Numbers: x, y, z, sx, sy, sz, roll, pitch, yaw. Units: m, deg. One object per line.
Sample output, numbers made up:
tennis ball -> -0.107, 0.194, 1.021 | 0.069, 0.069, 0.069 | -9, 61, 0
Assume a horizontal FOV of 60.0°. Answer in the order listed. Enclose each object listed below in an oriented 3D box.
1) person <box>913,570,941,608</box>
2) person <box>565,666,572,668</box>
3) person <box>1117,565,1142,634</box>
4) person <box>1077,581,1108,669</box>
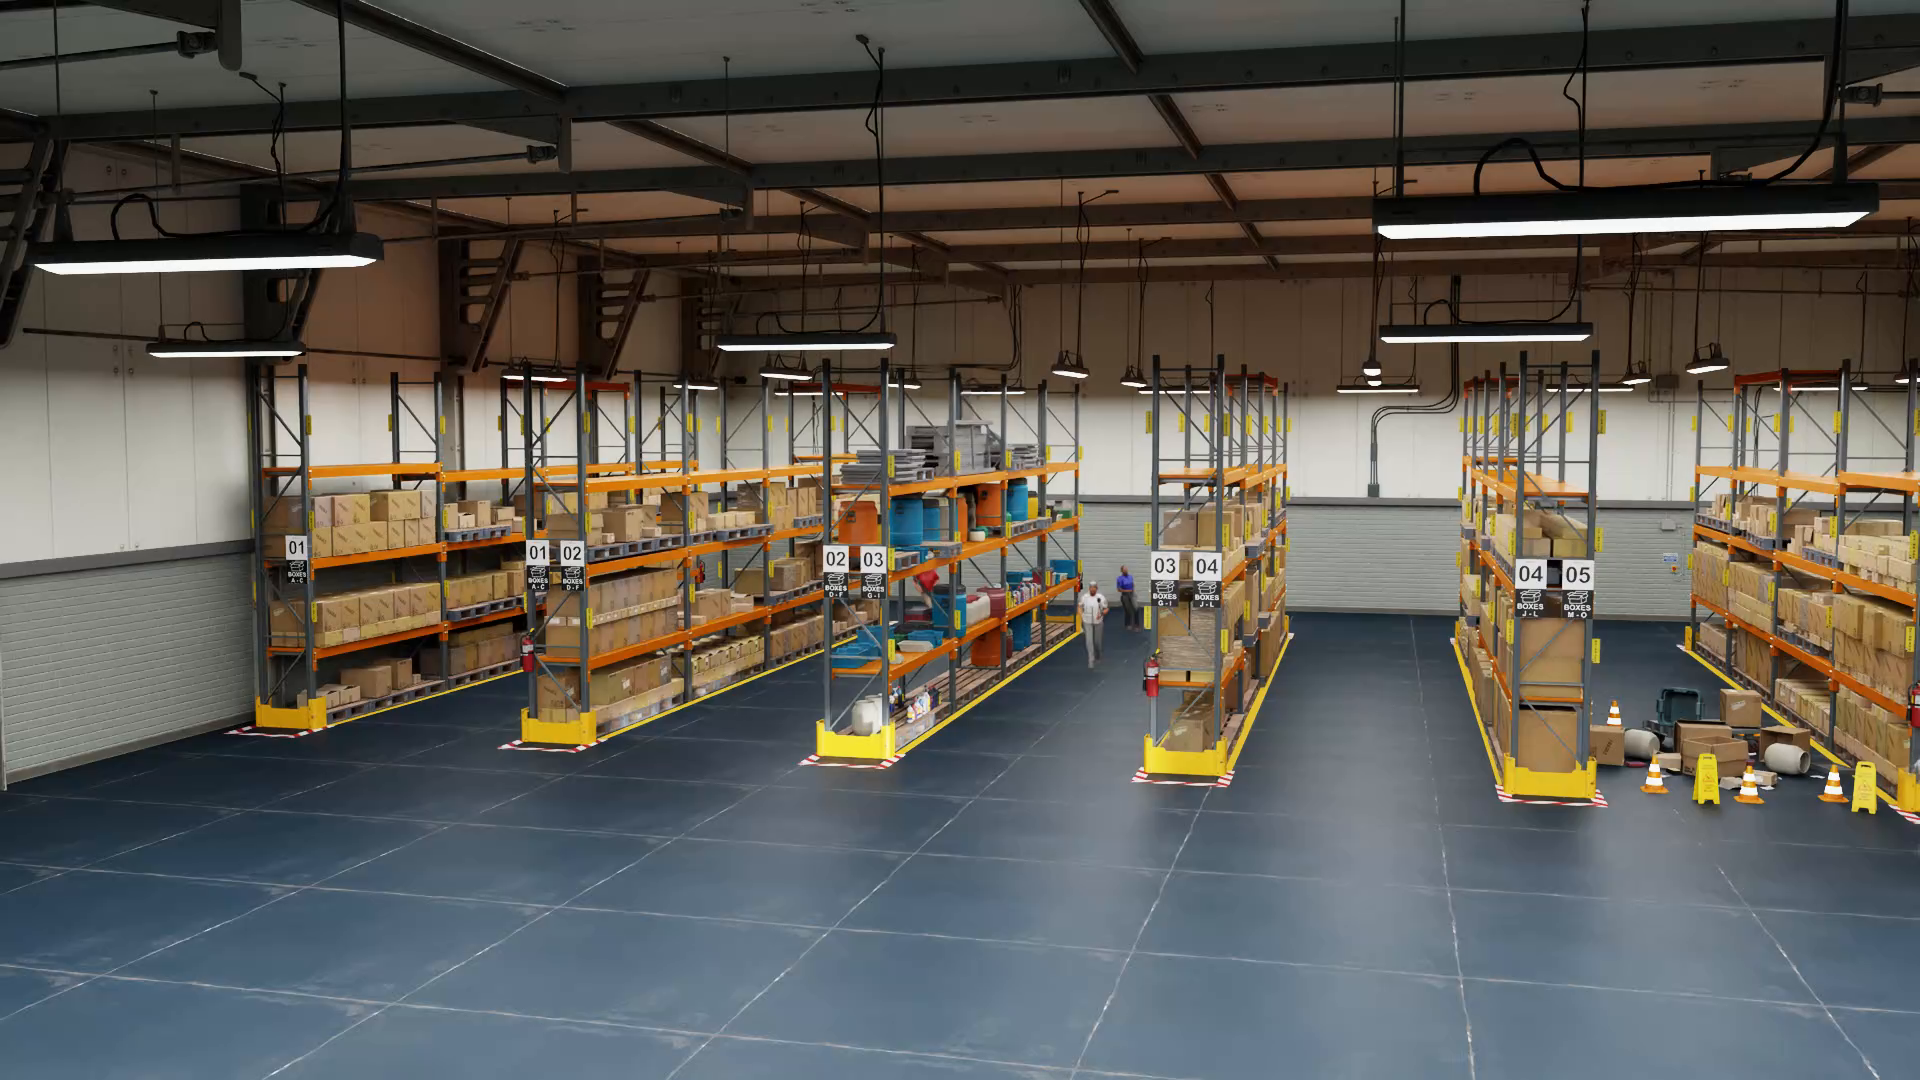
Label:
person -> -0.794, 1.361, 40.939 | 0.704, 1.681, 0.881 | -1, 4, -11
person -> -6.914, 2.054, 30.107 | 0.651, 1.746, 0.692 | 1, 4, 16
person -> 4.040, 1.420, 40.101 | 0.573, 1.634, 0.677 | -1, 4, -19
person -> 2.604, 1.652, 32.628 | 0.613, 1.691, 0.662 | 0, 4, 7
